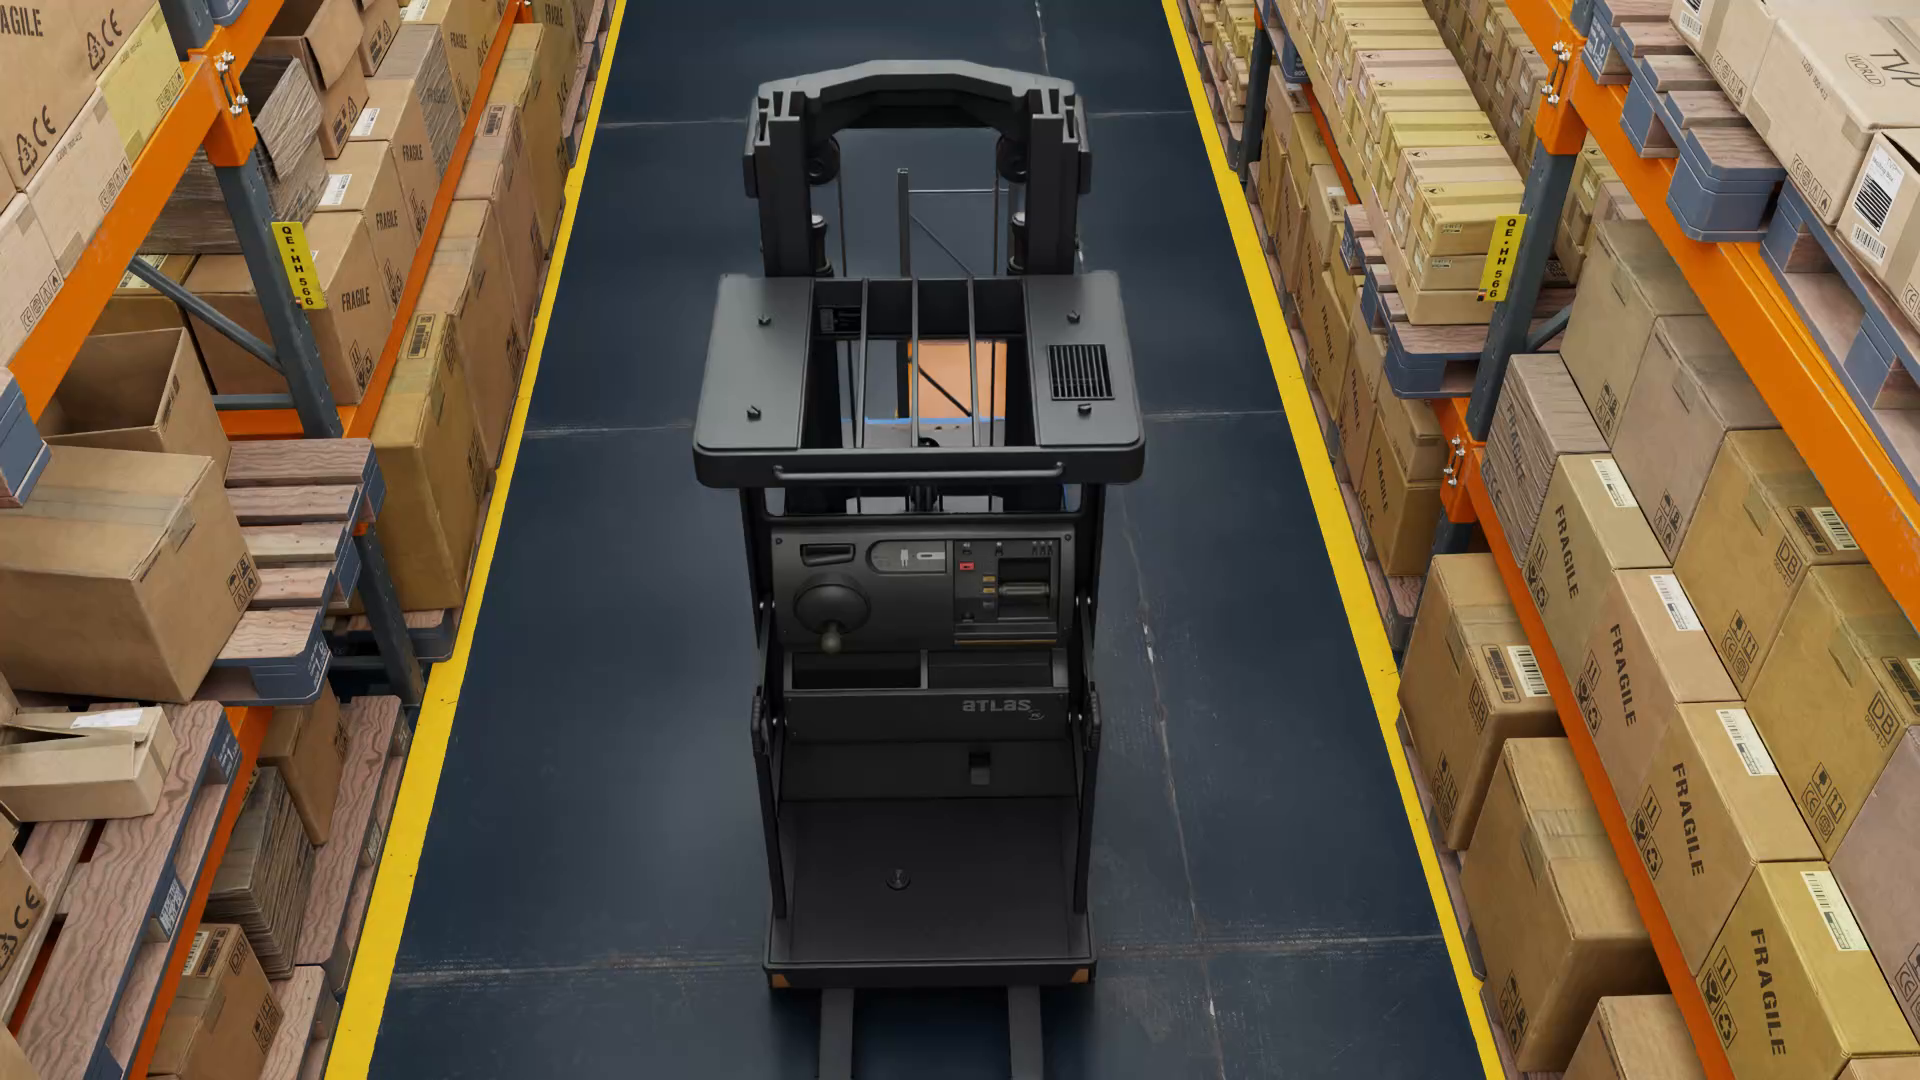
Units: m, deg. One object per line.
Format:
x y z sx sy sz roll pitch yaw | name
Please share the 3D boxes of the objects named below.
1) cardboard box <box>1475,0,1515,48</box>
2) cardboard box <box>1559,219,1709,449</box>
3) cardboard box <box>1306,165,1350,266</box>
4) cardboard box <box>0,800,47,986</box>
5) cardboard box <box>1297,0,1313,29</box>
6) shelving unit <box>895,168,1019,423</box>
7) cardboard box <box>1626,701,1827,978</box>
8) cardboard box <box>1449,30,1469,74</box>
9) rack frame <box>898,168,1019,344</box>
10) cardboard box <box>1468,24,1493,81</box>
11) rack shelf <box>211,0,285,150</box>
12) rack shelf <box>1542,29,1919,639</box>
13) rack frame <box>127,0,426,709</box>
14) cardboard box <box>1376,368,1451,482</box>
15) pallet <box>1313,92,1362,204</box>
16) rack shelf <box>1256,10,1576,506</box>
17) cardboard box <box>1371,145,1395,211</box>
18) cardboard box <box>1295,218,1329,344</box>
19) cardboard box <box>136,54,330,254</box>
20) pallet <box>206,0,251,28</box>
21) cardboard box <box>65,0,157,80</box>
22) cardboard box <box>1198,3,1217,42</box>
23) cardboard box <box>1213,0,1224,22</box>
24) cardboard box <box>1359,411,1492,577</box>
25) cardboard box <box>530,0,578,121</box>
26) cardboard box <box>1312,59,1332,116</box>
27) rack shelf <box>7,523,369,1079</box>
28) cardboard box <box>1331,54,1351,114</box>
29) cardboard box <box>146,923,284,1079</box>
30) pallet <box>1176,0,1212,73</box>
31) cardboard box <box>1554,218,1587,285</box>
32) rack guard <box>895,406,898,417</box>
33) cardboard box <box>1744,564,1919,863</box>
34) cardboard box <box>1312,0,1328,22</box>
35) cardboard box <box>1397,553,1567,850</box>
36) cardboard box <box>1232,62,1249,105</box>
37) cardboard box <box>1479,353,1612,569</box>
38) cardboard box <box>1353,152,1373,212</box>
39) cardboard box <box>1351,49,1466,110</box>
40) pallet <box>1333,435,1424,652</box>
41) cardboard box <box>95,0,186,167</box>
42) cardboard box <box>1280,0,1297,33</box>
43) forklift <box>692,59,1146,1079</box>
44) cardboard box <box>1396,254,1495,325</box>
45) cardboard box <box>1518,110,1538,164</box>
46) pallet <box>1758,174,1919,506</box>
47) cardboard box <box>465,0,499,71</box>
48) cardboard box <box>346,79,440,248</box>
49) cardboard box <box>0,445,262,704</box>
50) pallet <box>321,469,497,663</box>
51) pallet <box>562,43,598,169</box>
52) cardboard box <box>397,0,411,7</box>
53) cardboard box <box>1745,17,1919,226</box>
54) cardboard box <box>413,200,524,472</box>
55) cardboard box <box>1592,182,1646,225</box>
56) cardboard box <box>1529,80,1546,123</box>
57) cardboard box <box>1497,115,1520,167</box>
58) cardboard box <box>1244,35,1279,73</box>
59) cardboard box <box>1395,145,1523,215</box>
2.404 -2.188 7.002 0.380 0.149 0.250 -2 43 -2 | cardboard box
2.303 -0.635 5.059 0.700 0.500 0.500 -2 43 -2 | cardboard box
1.934 -1.533 7.836 0.500 0.250 0.500 0 43 0 | cardboard box
-2.662 0.881 3.832 0.797 0.503 0.637 2 43 3 | cardboard box
1.731 -2.420 7.474 0.380 0.149 0.250 0 43 0 | cardboard box
0.003 -0.632 6.980 0.587 1.500 1.083 -1 43 -1 | shelving unit
2.108 0.761 4.276 0.500 0.500 0.500 -2 43 -2 | cardboard box
2.397 -2.154 7.405 0.380 0.149 0.250 0 43 0 | cardboard box
-0.007 -0.970 7.348 0.500 1.500 0.032 -1 43 -1 | rack frame
2.403 -2.088 7.113 0.380 0.149 0.250 0 43 0 | cardboard box
-2.751 -2.650 6.383 1.077 0.370 4.000 -2 43 -2 | rack shelf
2.379 -0.023 3.518 1.077 0.370 4.000 -2 43 -2 | rack shelf
-2.666 -0.459 5.680 1.000 3.000 0.127 -2 43 -2 | rack frame
2.003 -0.497 6.706 0.500 0.250 0.500 -3 43 -3 | cardboard box
2.169 -1.798 7.283 1.003 0.211 1.213 -2 43 -2 | pallet
2.209 -1.618 7.477 1.077 0.370 4.000 -2 43 -2 | rack shelf
1.791 -1.383 6.344 0.380 0.149 0.250 -1 43 -1 | cardboard box
1.950 -1.250 8.083 0.500 0.500 0.500 -1 43 -1 | cardboard box
-2.681 -1.360 5.847 0.797 0.503 0.637 0 43 0 | cardboard box
-2.746 -1.928 5.203 1.213 0.211 1.003 0 43 0 | pallet
-2.396 -1.471 4.121 0.500 0.500 0.500 -1 43 -1 | cardboard box
1.723 -3.291 10.569 0.380 0.149 0.250 -2 43 -2 | cardboard box
1.797 -3.357 10.421 0.380 0.149 0.250 -1 43 -1 | cardboard box
2.005 -0.203 6.941 0.500 0.500 0.500 -2 43 -2 | cardboard box
-2.784 -2.979 9.691 0.875 0.875 0.875 -2 43 -2 | cardboard box
1.750 -1.965 7.199 0.380 0.149 0.250 -3 43 -4 | cardboard box
-2.581 1.156 4.451 1.077 0.370 4.000 -2 43 -2 | rack shelf
1.761 -1.896 6.903 0.380 0.149 0.250 -1 43 -1 | cardboard box
-2.550 1.509 5.058 0.700 0.500 0.500 2 43 2 | cardboard box
2.005 -3.483 11.044 1.003 0.211 1.213 -2 43 -2 | pallet
2.465 -1.084 6.238 0.380 0.149 0.250 0 43 0 | cardboard box
-0.007 -0.508 7.769 0.587 0.250 0.087 -1 43 -1 | rack guard
2.372 0.398 3.932 0.700 0.500 0.500 -2 43 -2 | cardboard box
1.737 -2.363 7.193 0.380 0.149 0.250 0 43 0 | cardboard box
2.230 0.555 5.928 1.050 0.750 0.750 -2 43 -2 | cardboard box
1.793 -2.651 9.650 0.380 0.149 0.250 -1 43 -1 | cardboard box
2.043 -0.259 5.388 0.500 0.500 0.500 -1 43 -1 | cardboard box
1.787 -1.425 6.609 0.380 0.149 0.250 -2 43 -2 | cardboard box
1.776 -1.822 6.602 0.380 0.149 0.250 -2 43 -2 | cardboard box
2.262 -0.033 7.279 1.003 0.211 1.213 -2 43 -2 | pallet
-2.400 -1.196 4.375 0.500 0.250 0.500 -2 43 -2 | cardboard box
1.715 -2.491 7.773 0.380 0.149 0.250 -1 43 -1 | cardboard box
-0.105 0.235 4.974 1.130 2.935 3.031 -1 43 -1 | forklift
1.814 -0.915 6.053 0.380 0.149 0.250 -1 43 -1 | cardboard box
2.435 -1.570 6.548 0.380 0.149 0.250 -1 43 -2 | cardboard box
2.425 -0.381 3.516 1.003 0.211 1.213 0 43 0 | pallet
-2.529 -2.554 7.892 0.500 0.500 0.500 0 43 0 | cardboard box
-2.464 -1.526 6.770 0.500 0.500 0.500 -2 43 -3 | cardboard box
-2.479 0.087 4.700 0.700 0.500 0.500 4 43 5 | cardboard box
-2.624 0.035 7.206 1.003 0.211 1.213 -2 43 -2 | pallet
-2.790 -2.647 10.131 1.003 0.211 1.213 -2 43 -2 | pallet
-2.783 -2.671 7.278 0.797 0.503 0.637 -1 43 -1 | cardboard box
2.126 -0.942 3.714 0.500 0.250 0.500 -1 43 -1 | cardboard box
-2.704 -0.899 7.422 1.225 0.875 0.875 -2 43 -2 | cardboard box
2.468 -1.135 5.853 0.380 0.149 0.250 -2 43 -2 | cardboard box
2.437 -1.658 6.423 0.380 0.149 0.250 -3 43 -4 | cardboard box
2.427 -1.628 6.831 0.380 0.149 0.250 0 43 0 | cardboard box
1.849 -2.789 9.582 0.380 0.149 0.250 -1 43 -1 | cardboard box
1.807 -1.302 6.035 0.380 0.149 0.250 -2 43 -2 | cardboard box
